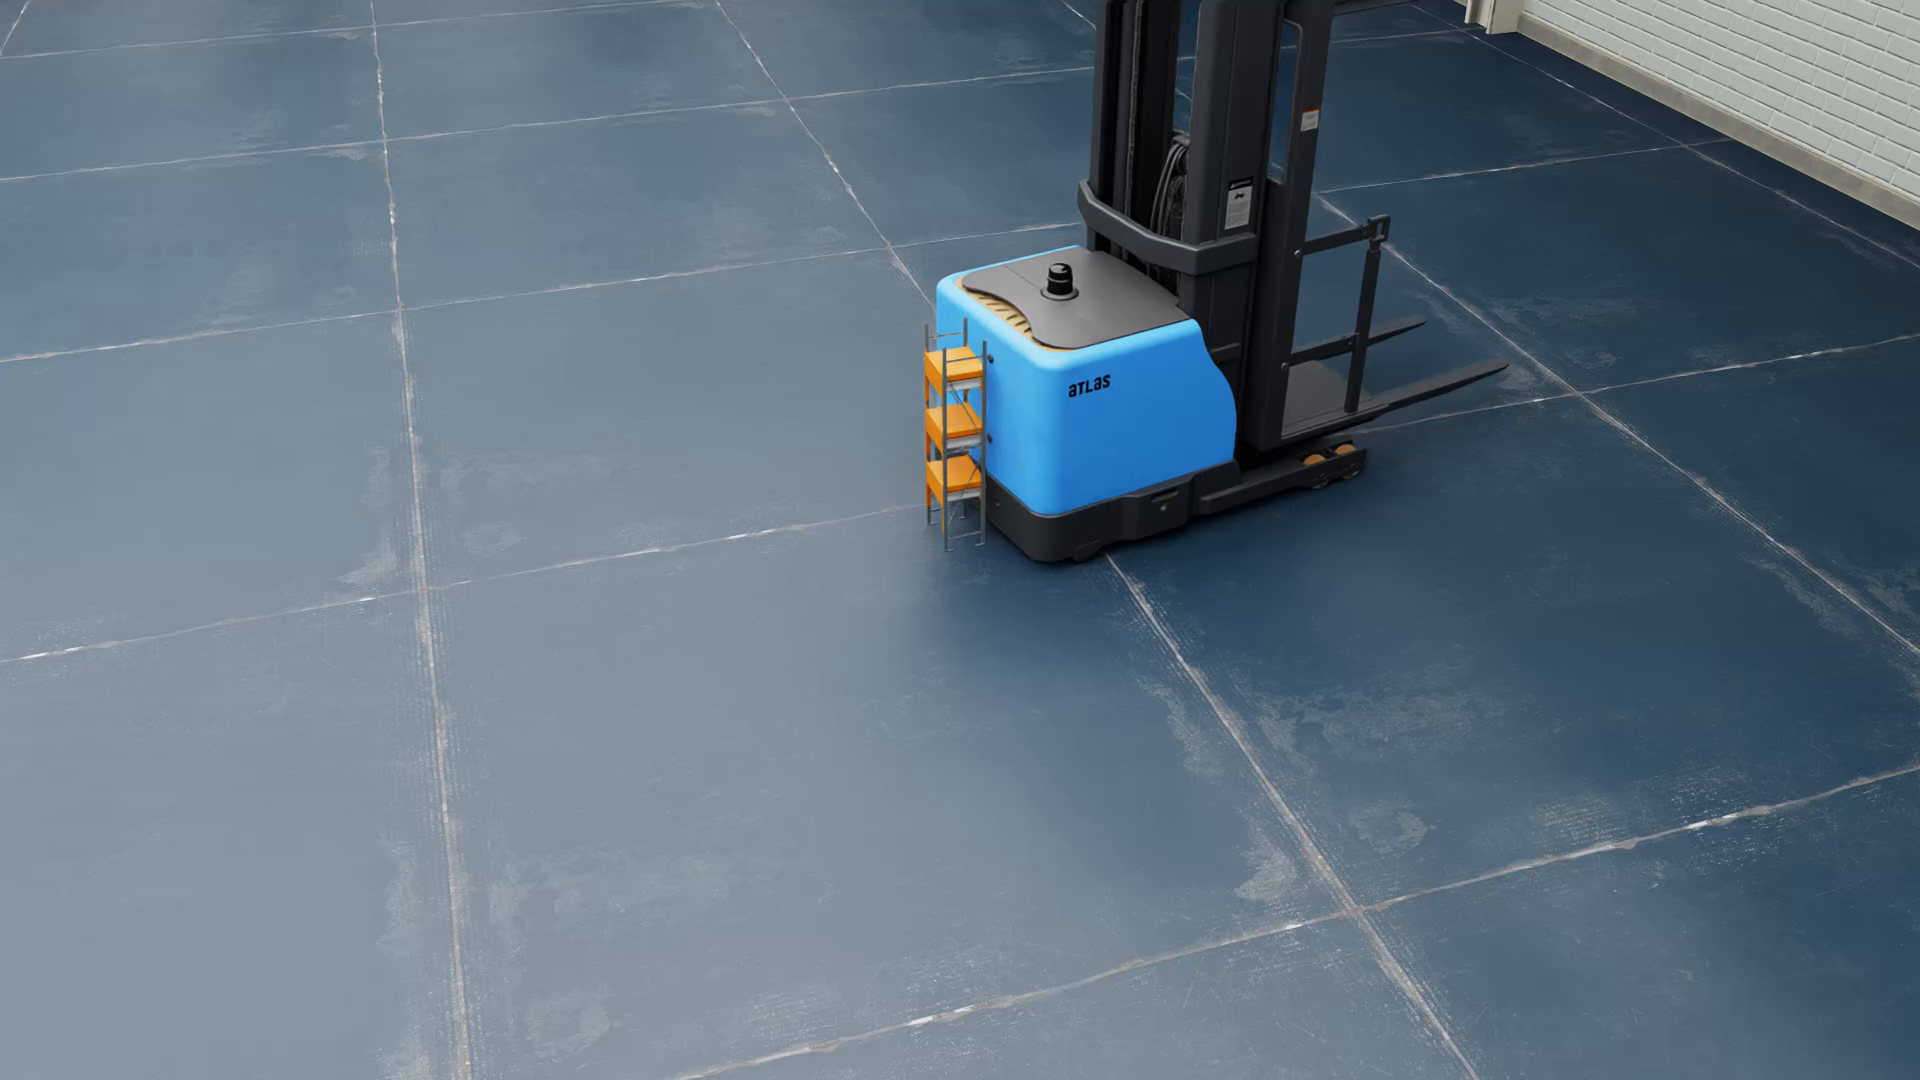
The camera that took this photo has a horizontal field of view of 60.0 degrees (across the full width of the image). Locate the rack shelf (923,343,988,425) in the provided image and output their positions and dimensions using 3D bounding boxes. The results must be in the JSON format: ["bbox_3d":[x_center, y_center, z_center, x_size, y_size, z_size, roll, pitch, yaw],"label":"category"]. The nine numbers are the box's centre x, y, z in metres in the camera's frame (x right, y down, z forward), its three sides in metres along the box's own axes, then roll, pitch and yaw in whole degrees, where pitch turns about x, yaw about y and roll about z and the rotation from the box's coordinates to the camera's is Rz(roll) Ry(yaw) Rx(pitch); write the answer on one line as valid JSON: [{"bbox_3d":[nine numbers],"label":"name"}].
[{"bbox_3d":[-0.021,-0.692,7.349,0.215,0.259,0.240,-11,35,-16],"label":"rack shelf"}]

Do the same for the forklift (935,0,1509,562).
[{"bbox_3d":[1.413,-1.708,7.676,3.031,2.935,1.130,-18,37,-25],"label":"forklift"}]

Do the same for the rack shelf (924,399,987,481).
[{"bbox_3d":[-0.021,-0.455,7.505,0.215,0.259,0.240,-11,35,-16],"label":"rack shelf"}]

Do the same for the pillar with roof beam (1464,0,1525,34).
[{"bbox_3d":[0.555,-7.527,10.979,9.100,9.000,0.400,-10,35,-15],"label":"pillar with roof beam"}]

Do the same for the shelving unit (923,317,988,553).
[{"bbox_3d":[-0.021,-0.464,7.499,0.215,1.050,0.252,-11,35,-16],"label":"shelving unit"}]

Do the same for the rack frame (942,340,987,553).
[{"bbox_3d":[0.020,-0.400,7.403,0.200,1.050,0.008,-11,35,-16],"label":"rack frame"}]

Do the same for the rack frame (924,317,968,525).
[{"bbox_3d":[-0.061,-0.527,7.595,0.200,1.050,0.008,-11,35,-16],"label":"rack frame"}]

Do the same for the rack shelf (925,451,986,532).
[{"bbox_3d":[-0.021,-0.223,7.658,0.215,0.259,0.240,-11,35,-16],"label":"rack shelf"}]
